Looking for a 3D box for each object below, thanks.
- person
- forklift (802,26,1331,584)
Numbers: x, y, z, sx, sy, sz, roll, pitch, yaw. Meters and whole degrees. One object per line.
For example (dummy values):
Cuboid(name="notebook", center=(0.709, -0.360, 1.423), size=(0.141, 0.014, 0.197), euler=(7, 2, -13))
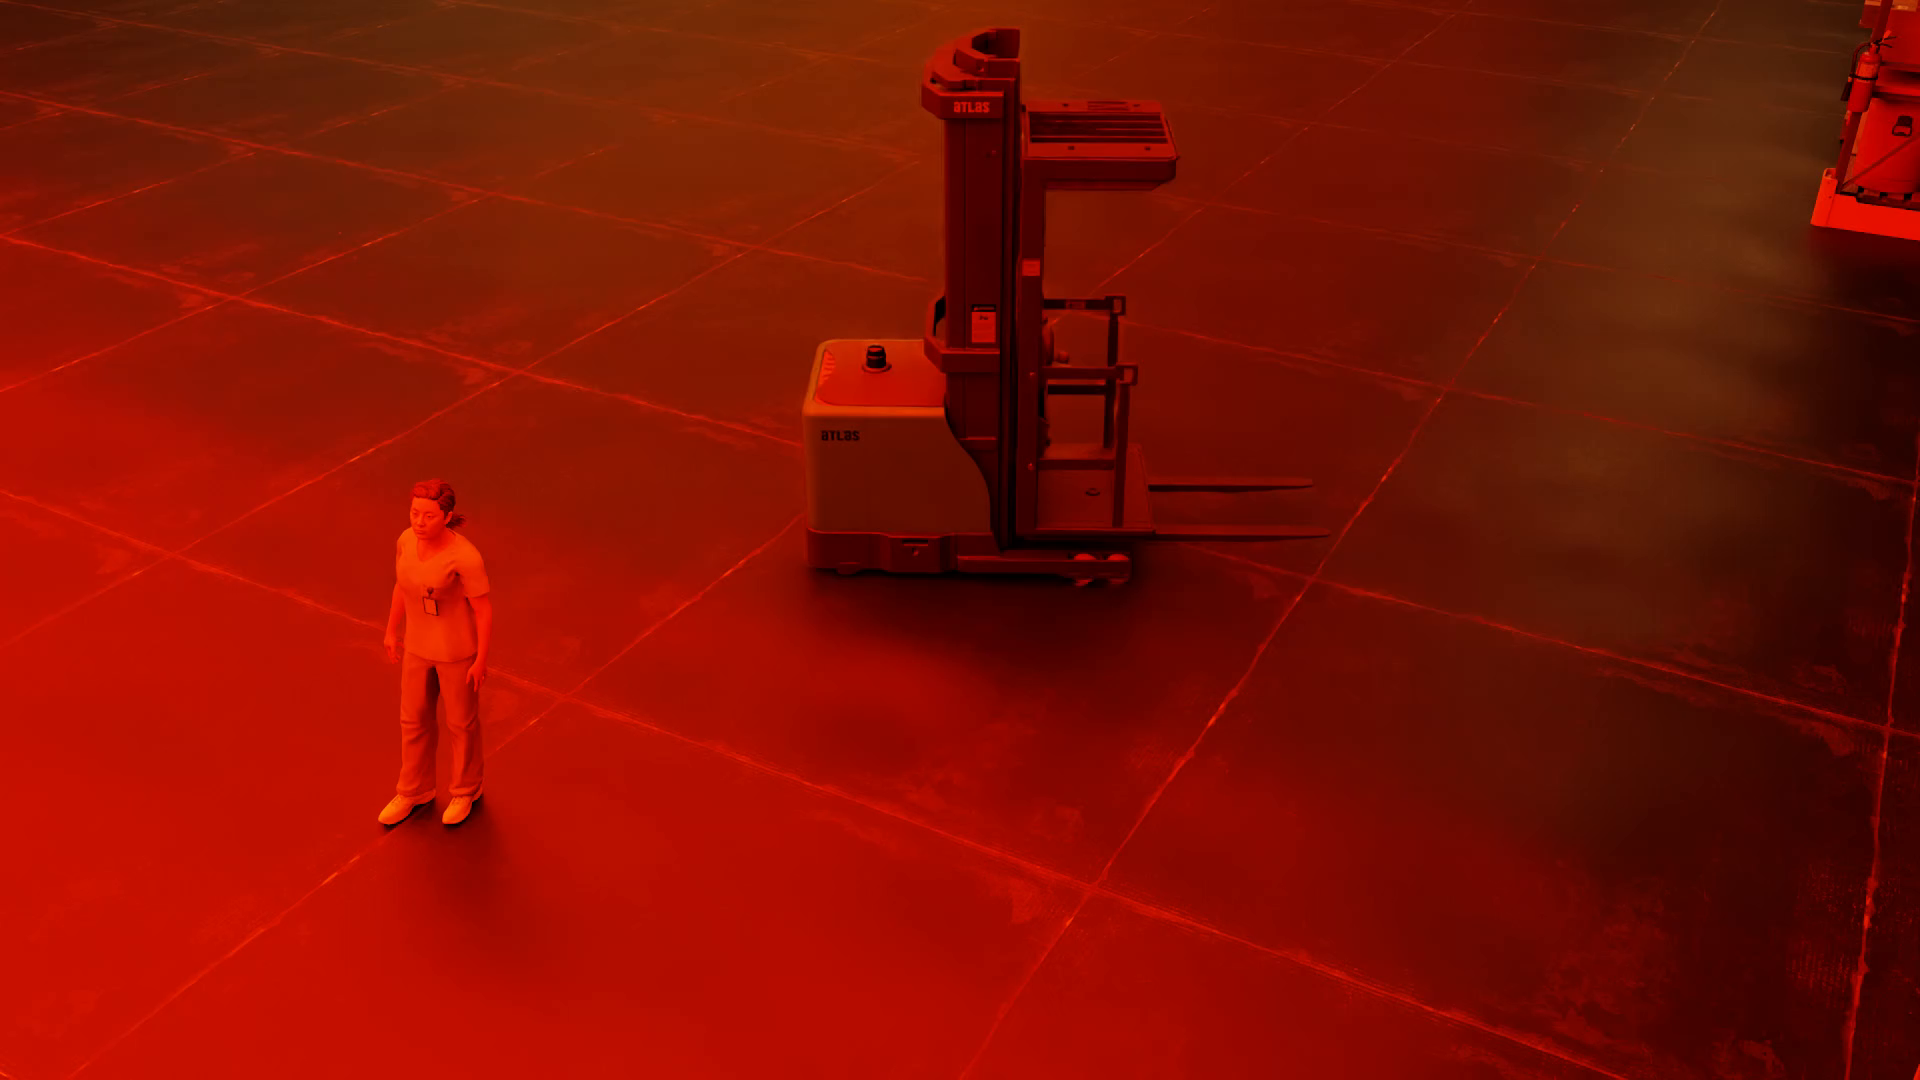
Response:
Cuboid(name="person", center=(-2.352, 0.522, 7.407), size=(0.549, 1.673, 0.548), euler=(12, 32, 19))
Cuboid(name="forklift", center=(0.637, -1.289, 9.304), size=(3.031, 2.935, 1.130), euler=(1, 30, 1))
